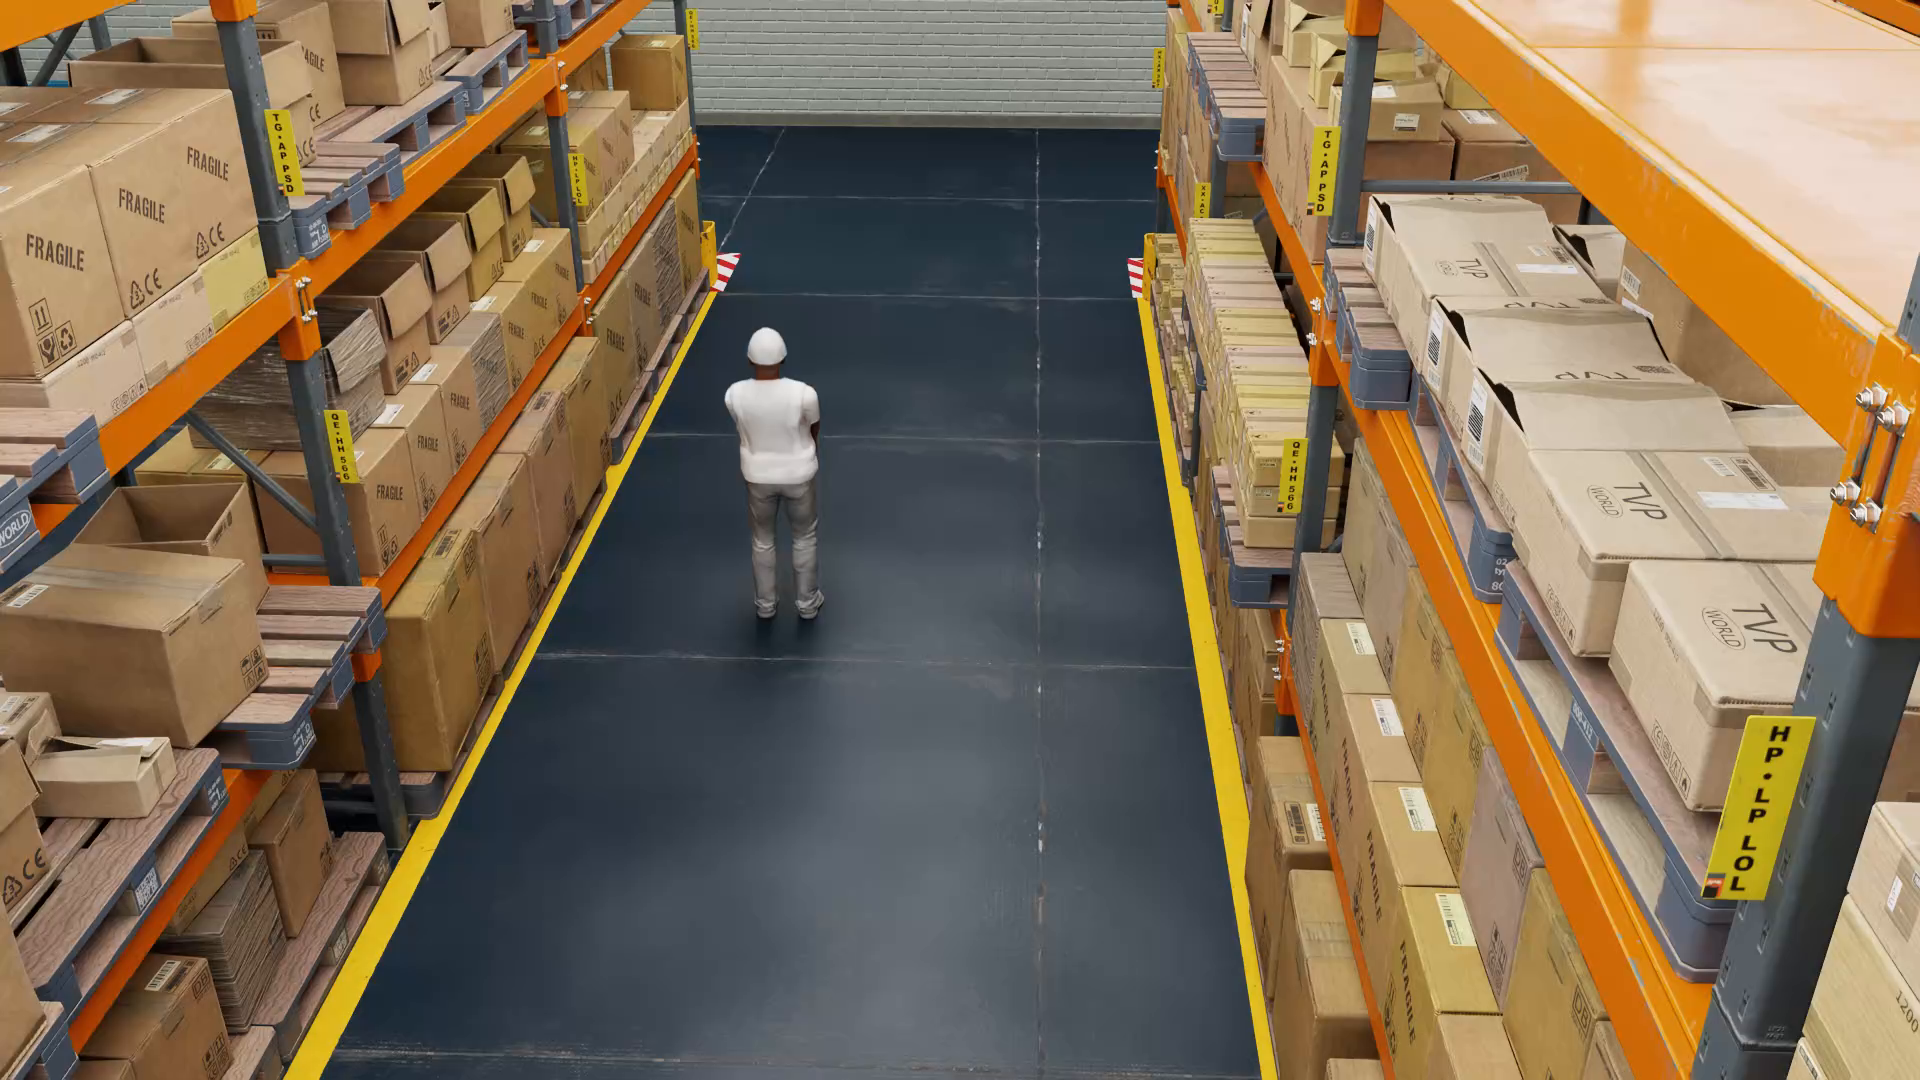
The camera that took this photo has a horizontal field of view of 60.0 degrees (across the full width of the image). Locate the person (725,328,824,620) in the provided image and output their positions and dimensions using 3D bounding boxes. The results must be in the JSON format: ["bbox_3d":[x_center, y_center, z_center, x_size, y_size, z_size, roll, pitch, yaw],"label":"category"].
[{"bbox_3d":[-1.016,-0.411,9.381,0.503,1.760,0.576,2,28,3],"label":"person"}]
